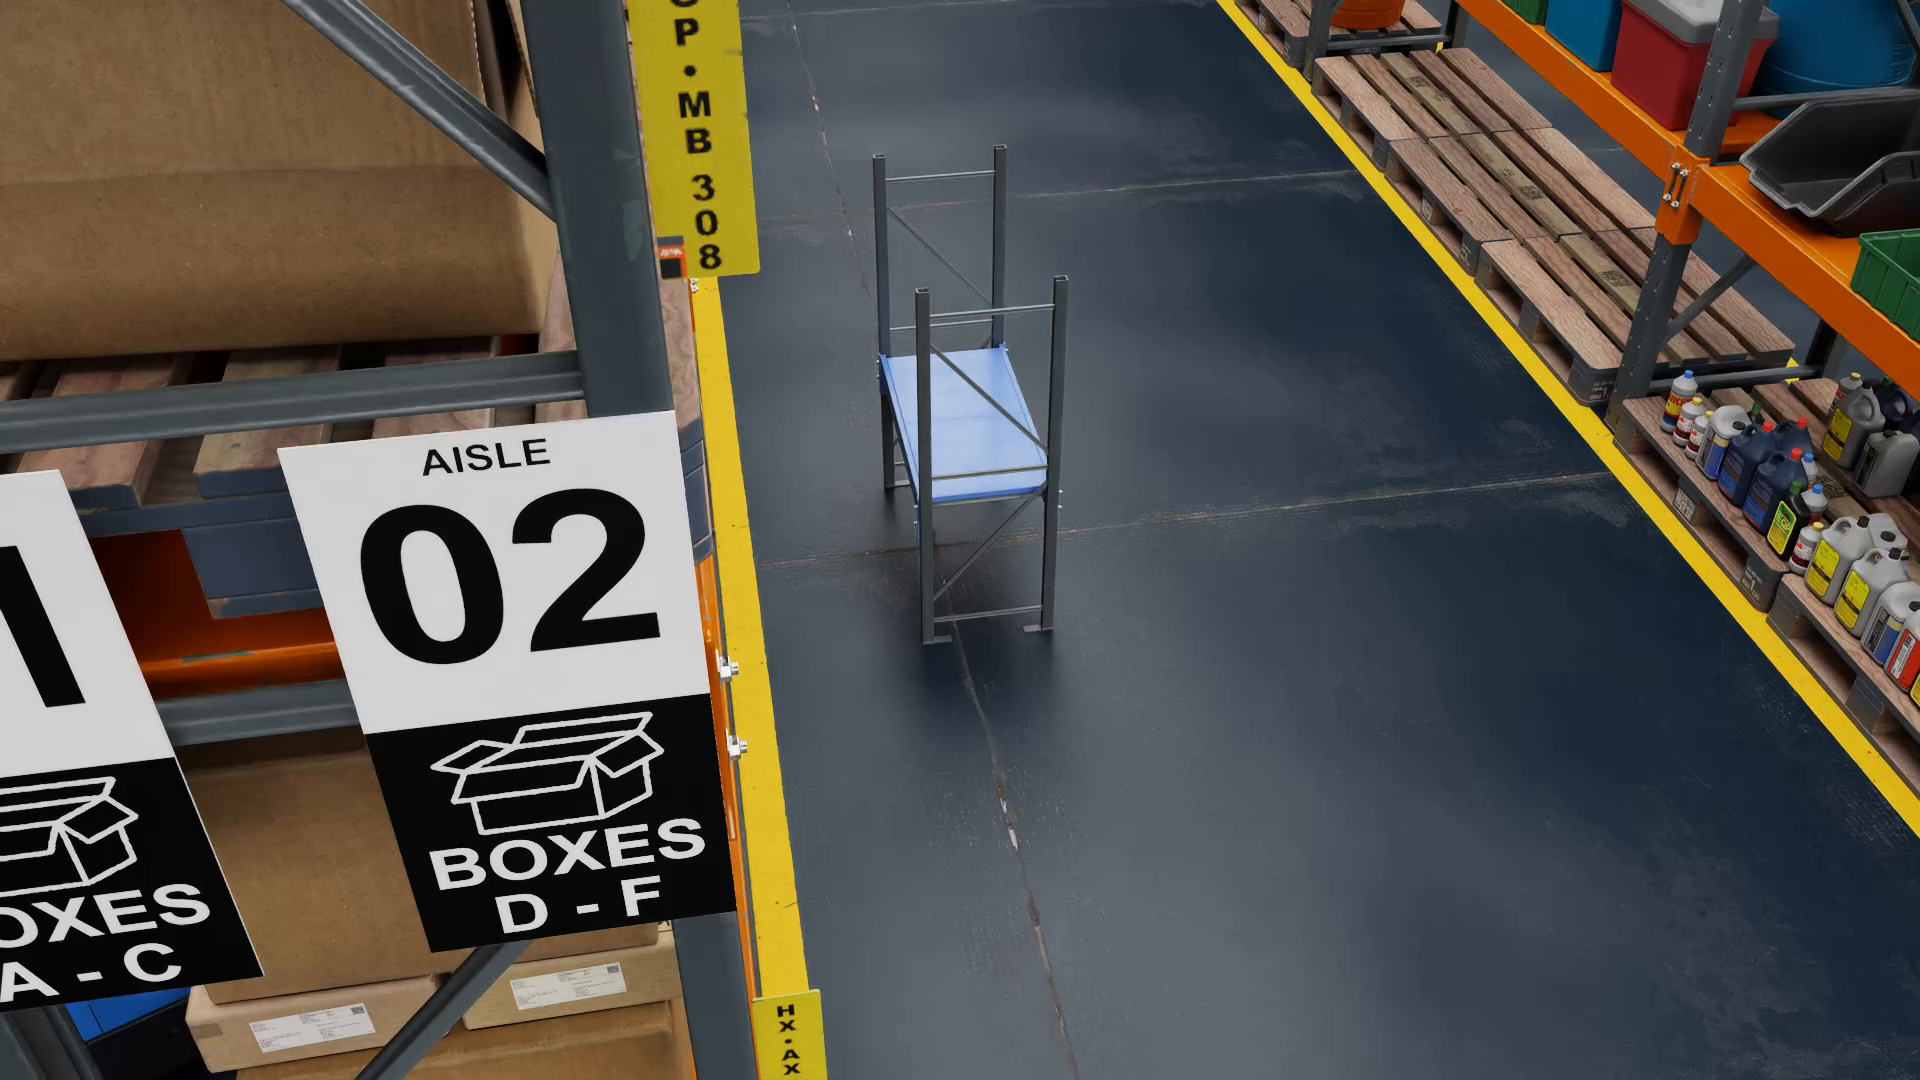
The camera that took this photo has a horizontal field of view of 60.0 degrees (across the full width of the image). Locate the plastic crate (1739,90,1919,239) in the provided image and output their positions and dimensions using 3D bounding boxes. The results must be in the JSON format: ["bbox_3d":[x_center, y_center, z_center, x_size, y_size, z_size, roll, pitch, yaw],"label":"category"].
[{"bbox_3d":[3.341,-1.373,6.123,0.767,0.338,0.504,-6,38,-8],"label":"plastic crate"}]

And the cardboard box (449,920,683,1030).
[{"bbox_3d":[-0.658,0.663,2.841,0.380,0.149,0.250,-6,38,-8],"label":"cardboard box"}]

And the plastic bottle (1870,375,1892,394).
[{"bbox_3d":[3.784,-0.573,6.898,0.061,0.283,0.133,-4,38,-6],"label":"plastic bottle"}]

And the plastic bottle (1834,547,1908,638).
[{"bbox_3d":[3.248,0.160,5.899,0.144,0.351,0.185,-5,38,-6],"label":"plastic bottle"}]

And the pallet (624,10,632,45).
[{"bbox_3d":[-1.117,-1.099,3.346,1.003,0.211,1.213,-6,38,-8],"label":"pallet"}]

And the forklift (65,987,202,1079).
[{"bbox_3d":[-3.165,-0.335,4.792,1.130,2.935,3.031,-23,43,-26],"label":"forklift"}]

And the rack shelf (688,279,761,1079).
[{"bbox_3d":[-1.152,0.295,4.511,1.077,0.370,4.000,-6,38,-8],"label":"rack shelf"}]

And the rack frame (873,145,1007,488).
[{"bbox_3d":[-0.074,-0.848,6.619,0.500,1.500,0.032,-6,38,-8],"label":"rack frame"}]

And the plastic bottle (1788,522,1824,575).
[{"bbox_3d":[3.168,0.024,6.197,0.097,0.201,0.097,0,38,0],"label":"plastic bottle"}]

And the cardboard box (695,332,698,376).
[{"bbox_3d":[-1.417,-0.856,7.306,0.500,0.250,0.500,-5,38,-7],"label":"cardboard box"}]

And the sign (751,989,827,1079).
[{"bbox_3d":[-0.254,0.790,2.518,0.100,0.325,0.005,-6,38,-8],"label":"sign"}]

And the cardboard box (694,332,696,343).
[{"bbox_3d":[-1.412,-1.078,7.134,0.500,0.311,0.500,-7,38,-8],"label":"cardboard box"}]

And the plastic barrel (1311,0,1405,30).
[{"bbox_3d":[2.571,-3.746,10.553,0.600,0.830,0.708,-6,38,-8],"label":"plastic barrel"}]

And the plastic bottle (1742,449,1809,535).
[{"bbox_3d":[3.141,-0.209,6.374,0.144,0.351,0.185,-8,39,-10],"label":"plastic bottle"}]

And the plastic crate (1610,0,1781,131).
[{"bbox_3d":[2.989,-2.012,6.843,0.402,0.464,0.583,-6,38,-8],"label":"plastic crate"}]

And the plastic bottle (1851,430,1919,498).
[{"bbox_3d":[3.664,-0.320,6.579,0.152,0.276,0.135,-6,38,-8],"label":"plastic bottle"}]

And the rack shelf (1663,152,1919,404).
[{"bbox_3d":[3.726,-0.235,5.194,1.077,0.370,4.000,-6,38,-8],"label":"rack shelf"}]

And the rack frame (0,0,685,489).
[{"bbox_3d":[-0.801,-1.150,0.895,1.000,3.000,0.127,-6,38,-8],"label":"rack frame"}]

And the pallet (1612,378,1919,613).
[{"bbox_3d":[3.452,-0.216,6.856,1.003,0.211,1.213,-6,38,-8],"label":"pallet"}]

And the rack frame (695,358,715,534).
[{"bbox_3d":[-1.502,-1.197,5.845,1.000,3.000,0.127,-6,38,-8],"label":"rack frame"}]

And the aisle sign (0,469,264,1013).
[{"bbox_3d":[-1.079,0.264,1.846,0.394,0.787,0.004,-6,38,-8],"label":"aisle sign"}]

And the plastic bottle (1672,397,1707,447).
[{"bbox_3d":[3.017,-0.495,6.864,0.097,0.201,0.097,0,38,0],"label":"plastic bottle"}]

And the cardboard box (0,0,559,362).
[{"bbox_3d":[-0.898,-0.575,2.059,0.797,0.503,0.637,-4,38,-5],"label":"cardboard box"}]

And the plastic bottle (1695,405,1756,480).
[{"bbox_3d":[3.083,-0.393,6.673,0.152,0.276,0.135,-5,38,-6],"label":"plastic bottle"}]

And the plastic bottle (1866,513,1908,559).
[{"bbox_3d":[3.357,0.046,6.107,0.152,0.276,0.135,-6,38,-8],"label":"plastic bottle"}]

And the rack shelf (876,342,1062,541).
[{"bbox_3d":[0.015,-0.399,6.334,0.538,0.185,1.000,-6,38,-8],"label":"rack shelf"}]

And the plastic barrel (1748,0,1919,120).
[{"bbox_3d":[3.605,-2.191,6.717,0.600,0.901,0.708,-6,38,-8],"label":"plastic barrel"}]

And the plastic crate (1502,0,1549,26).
[{"bbox_3d":[2.792,-2.665,7.908,0.450,0.188,0.662,-6,38,-8],"label":"plastic crate"}]

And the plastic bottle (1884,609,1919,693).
[{"bbox_3d":[3.305,0.373,5.686,0.152,0.276,0.135,-6,38,-8],"label":"plastic bottle"}]

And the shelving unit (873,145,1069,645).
[{"bbox_3d":[0.015,-0.541,6.224,0.538,1.500,1.048,-6,38,-8],"label":"shelving unit"}]

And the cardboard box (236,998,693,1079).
[{"bbox_3d":[-0.870,0.896,3.070,0.700,0.500,0.500,-6,38,-8],"label":"cardboard box"}]

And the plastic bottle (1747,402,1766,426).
[{"bbox_3d":[3.188,-0.408,6.686,0.061,0.283,0.133,-6,38,-8],"label":"plastic bottle"}]

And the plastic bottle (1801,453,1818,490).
[{"bbox_3d":[3.252,-0.217,6.449,0.097,0.271,0.097,0,38,0],"label":"plastic bottle"}]

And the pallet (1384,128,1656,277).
[{"bbox_3d":[2.982,-1.835,8.939,1.003,0.211,1.213,-6,38,-8],"label":"pallet"}]

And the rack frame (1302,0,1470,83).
[{"bbox_3d":[2.674,-4.143,9.638,1.000,3.000,0.127,-6,38,-8],"label":"rack frame"}]

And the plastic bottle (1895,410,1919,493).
[{"bbox_3d":[3.805,-0.381,6.596,0.144,0.351,0.185,-8,39,-10],"label":"plastic bottle"}]
